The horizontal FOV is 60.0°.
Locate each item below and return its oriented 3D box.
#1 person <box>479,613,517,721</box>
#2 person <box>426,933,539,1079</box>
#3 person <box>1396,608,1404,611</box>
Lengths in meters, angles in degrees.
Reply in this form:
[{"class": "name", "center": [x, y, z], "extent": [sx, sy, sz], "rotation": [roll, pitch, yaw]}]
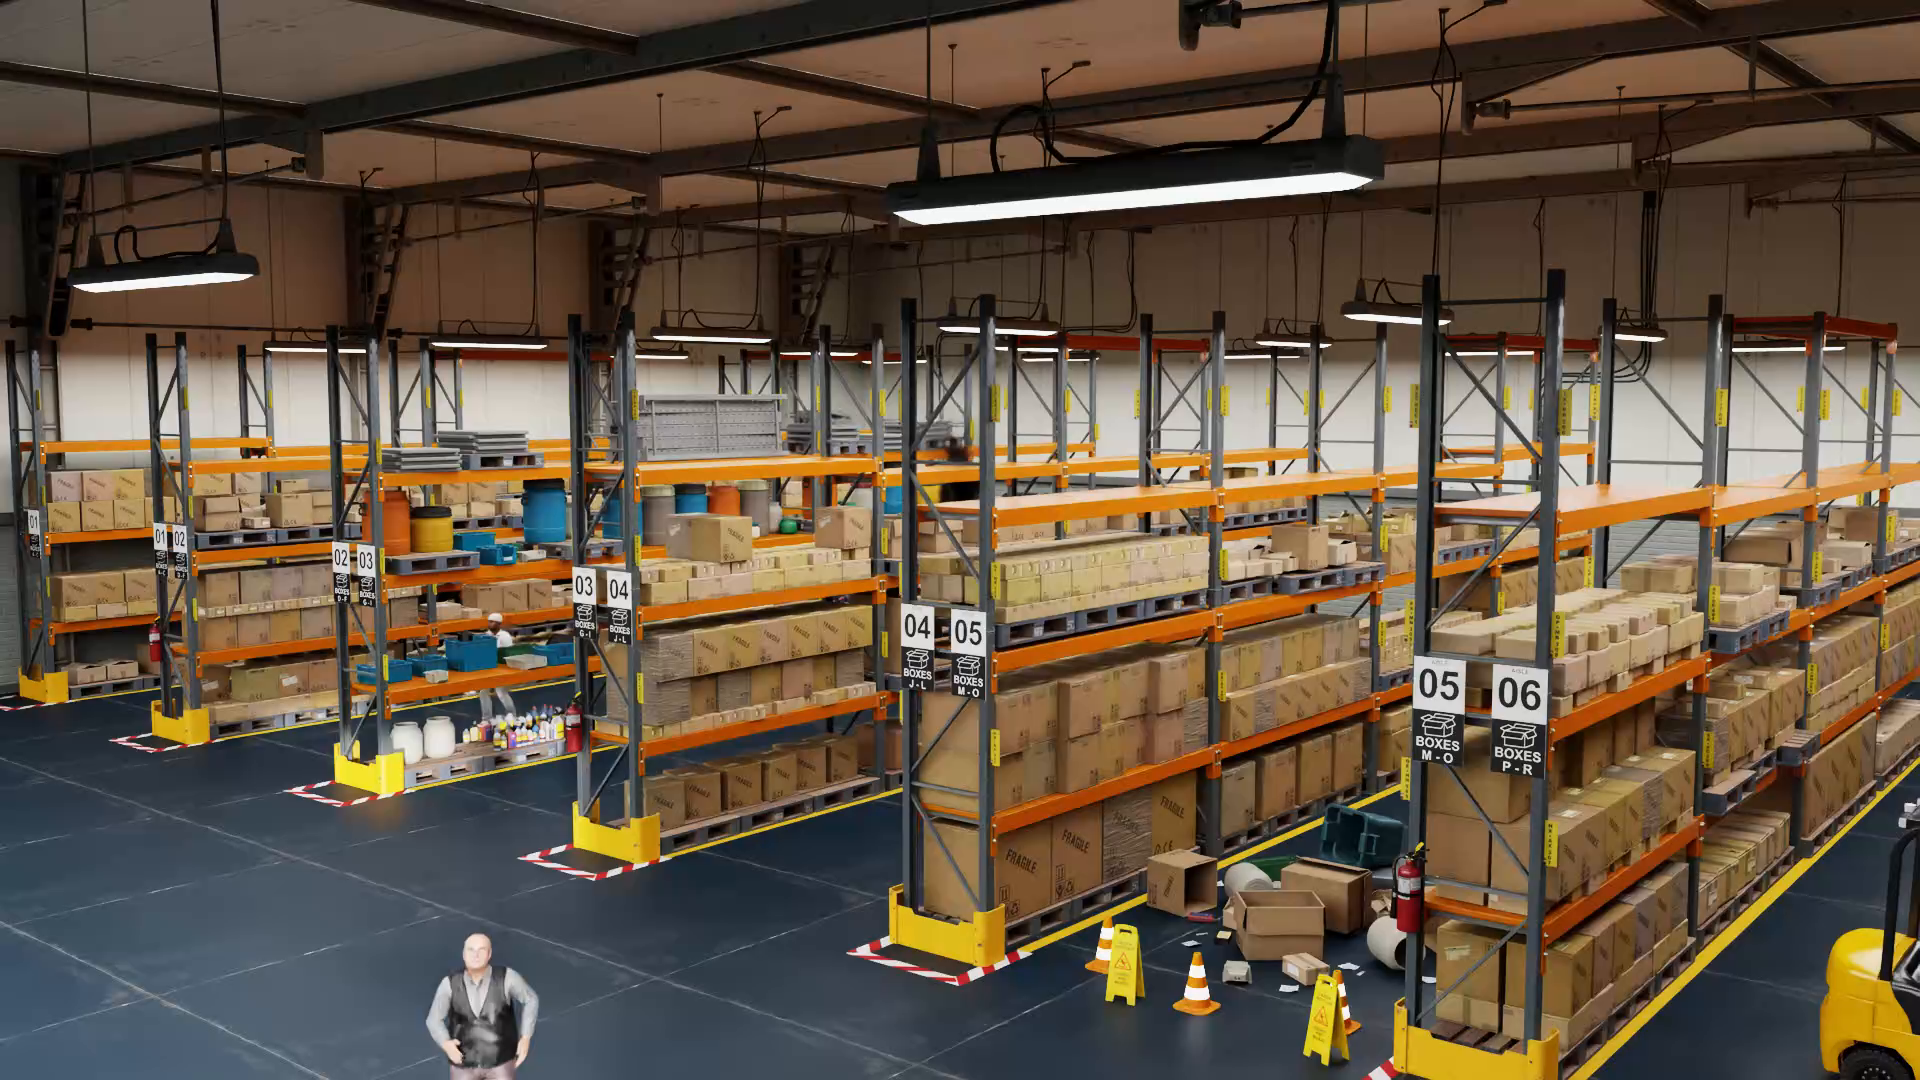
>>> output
[{"class": "person", "center": [-7.072, 2.012, 25.359], "extent": [0.682, 1.828, 0.702], "rotation": [3, 6, 30]}, {"class": "person", "center": [-3.074, 3.368, 10.704], "extent": [0.698, 1.688, 0.591], "rotation": [-1, 5, -11]}, {"class": "person", "center": [7.111, 1.925, 26.904], "extent": [0.630, 1.622, 0.551], "rotation": [3, 6, 33]}]
